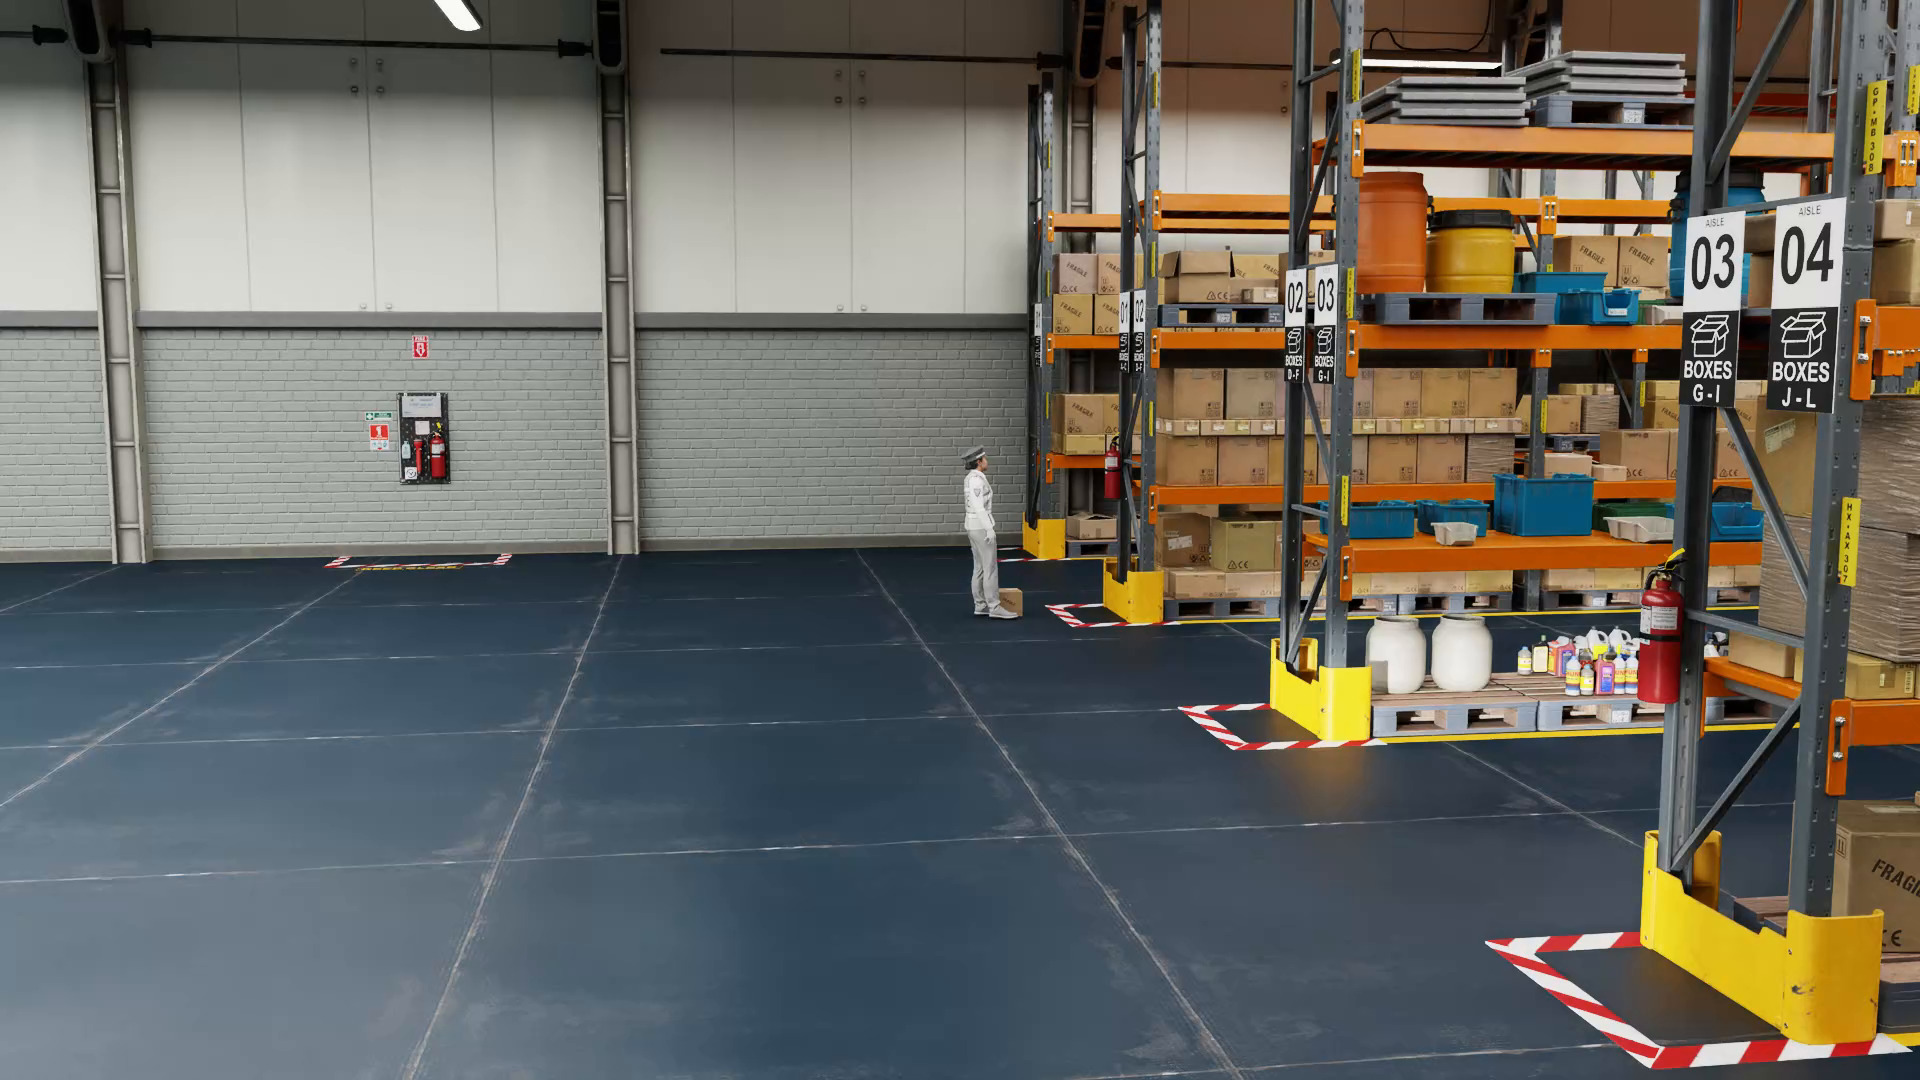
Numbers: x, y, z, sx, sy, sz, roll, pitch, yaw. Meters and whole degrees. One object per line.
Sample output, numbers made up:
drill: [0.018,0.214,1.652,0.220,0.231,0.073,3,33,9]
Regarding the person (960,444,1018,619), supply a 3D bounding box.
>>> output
person: [0.275,-0.095,16.437,0.531,1.696,0.588,-1,7,-9]
